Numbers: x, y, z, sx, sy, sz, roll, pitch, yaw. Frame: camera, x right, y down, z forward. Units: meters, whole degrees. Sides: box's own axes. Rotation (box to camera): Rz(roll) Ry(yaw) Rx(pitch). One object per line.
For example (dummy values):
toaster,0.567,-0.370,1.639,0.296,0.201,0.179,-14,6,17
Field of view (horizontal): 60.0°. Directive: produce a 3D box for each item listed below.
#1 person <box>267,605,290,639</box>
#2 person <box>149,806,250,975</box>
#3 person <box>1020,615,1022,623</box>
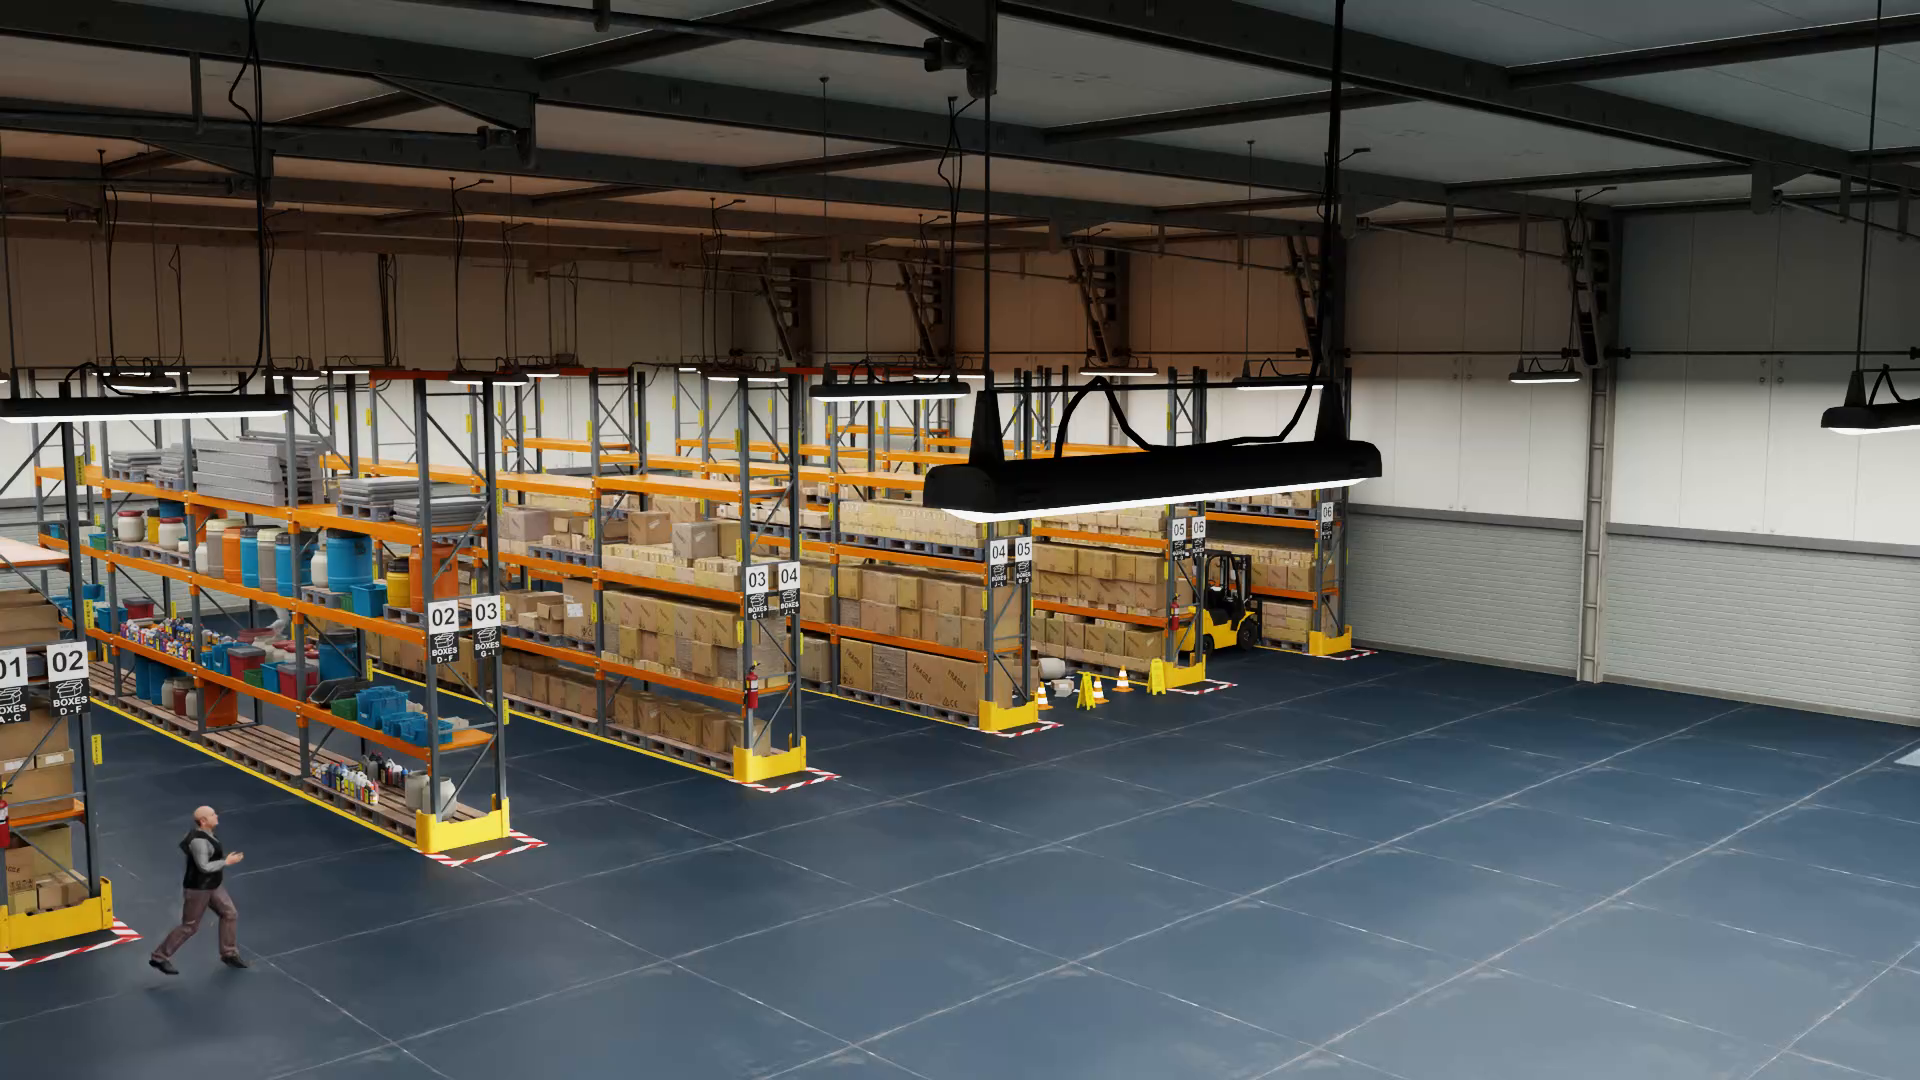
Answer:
person,-15.069,1.366,36.635,0.760,1.674,0.633,-6,9,-43
person,-7.757,3.575,16.916,0.912,1.769,0.649,-2,7,-13
person,1.131,1.199,37.955,0.692,1.735,0.633,-6,9,-41
